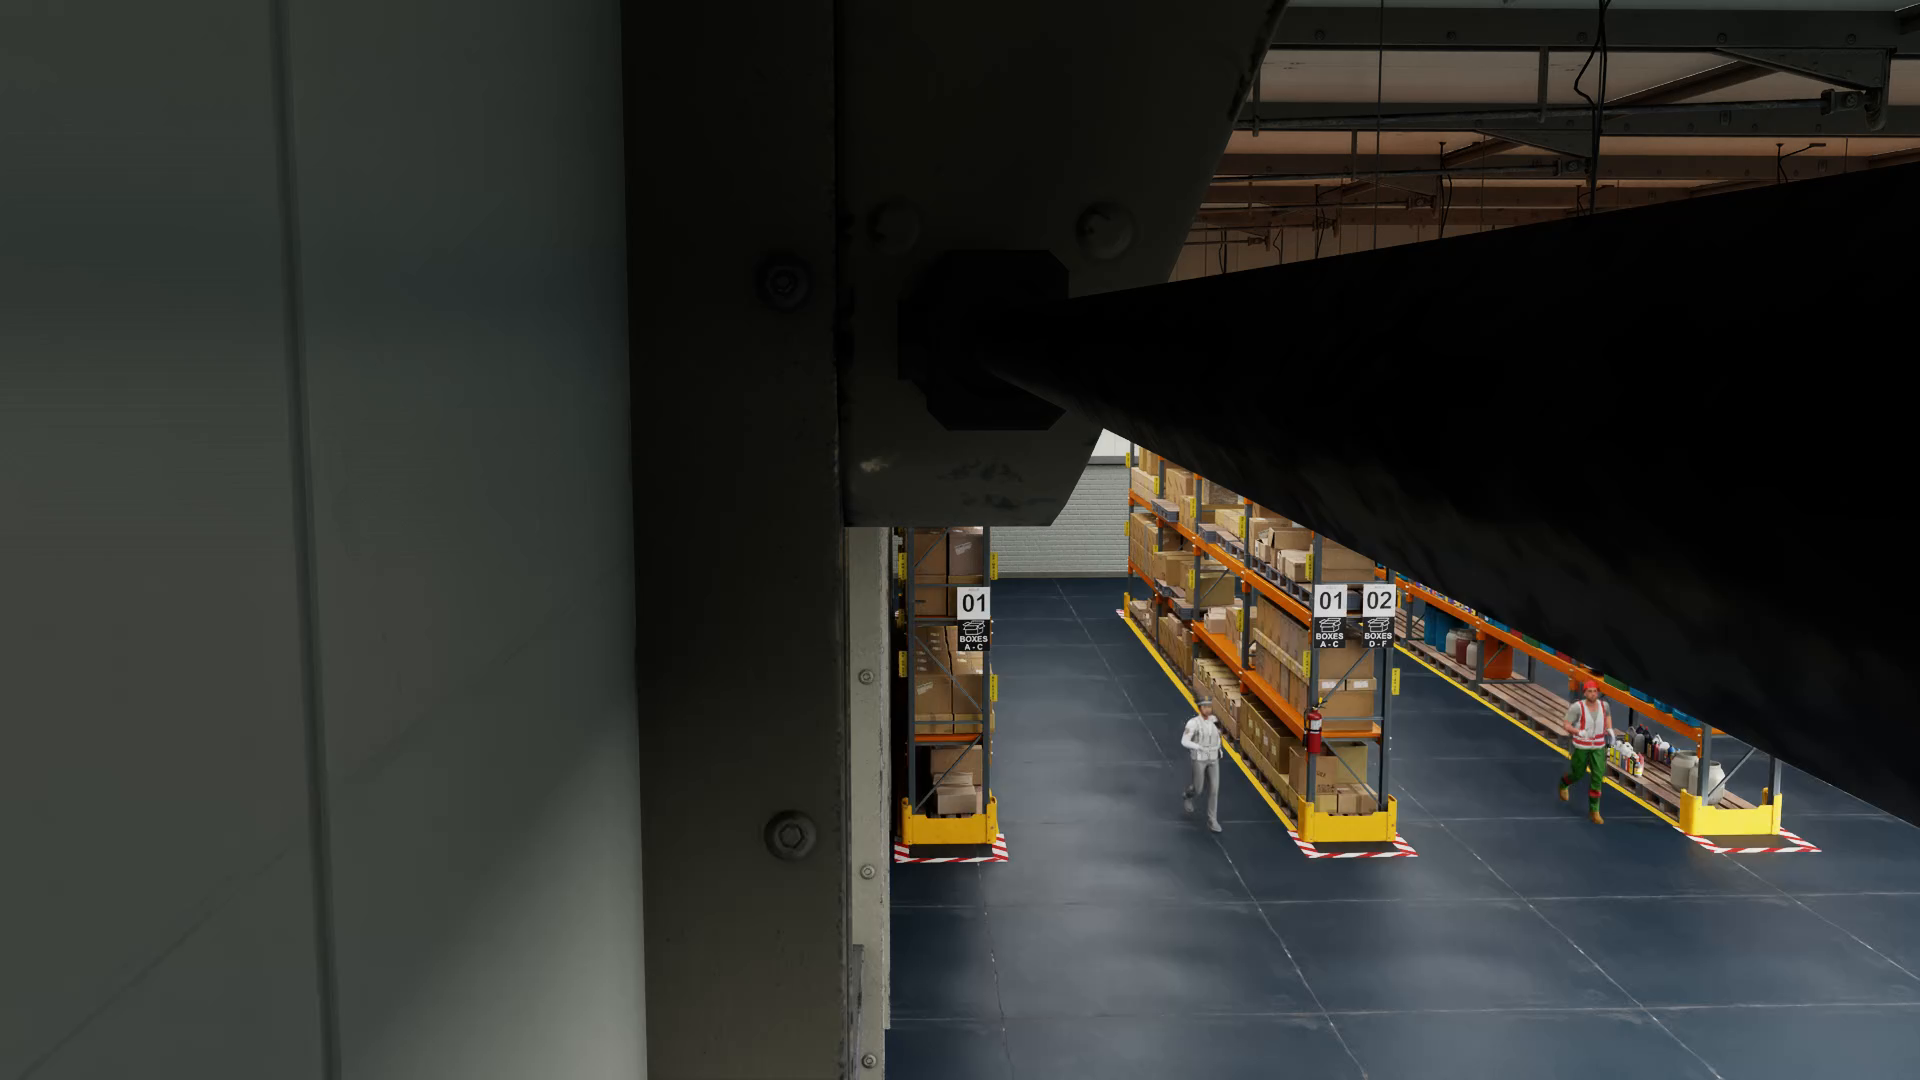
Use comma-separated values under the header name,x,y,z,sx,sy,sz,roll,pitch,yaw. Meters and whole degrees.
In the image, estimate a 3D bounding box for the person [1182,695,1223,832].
name,x,y,z,sx,sy,sz,roll,pitch,yaw
person,3.114,2.787,21.079,0.618,1.667,0.841,-2,8,-16

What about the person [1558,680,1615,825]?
name,x,y,z,sx,sy,sz,roll,pitch,yaw
person,8.141,2.687,21.582,0.669,1.791,0.993,0,7,0
